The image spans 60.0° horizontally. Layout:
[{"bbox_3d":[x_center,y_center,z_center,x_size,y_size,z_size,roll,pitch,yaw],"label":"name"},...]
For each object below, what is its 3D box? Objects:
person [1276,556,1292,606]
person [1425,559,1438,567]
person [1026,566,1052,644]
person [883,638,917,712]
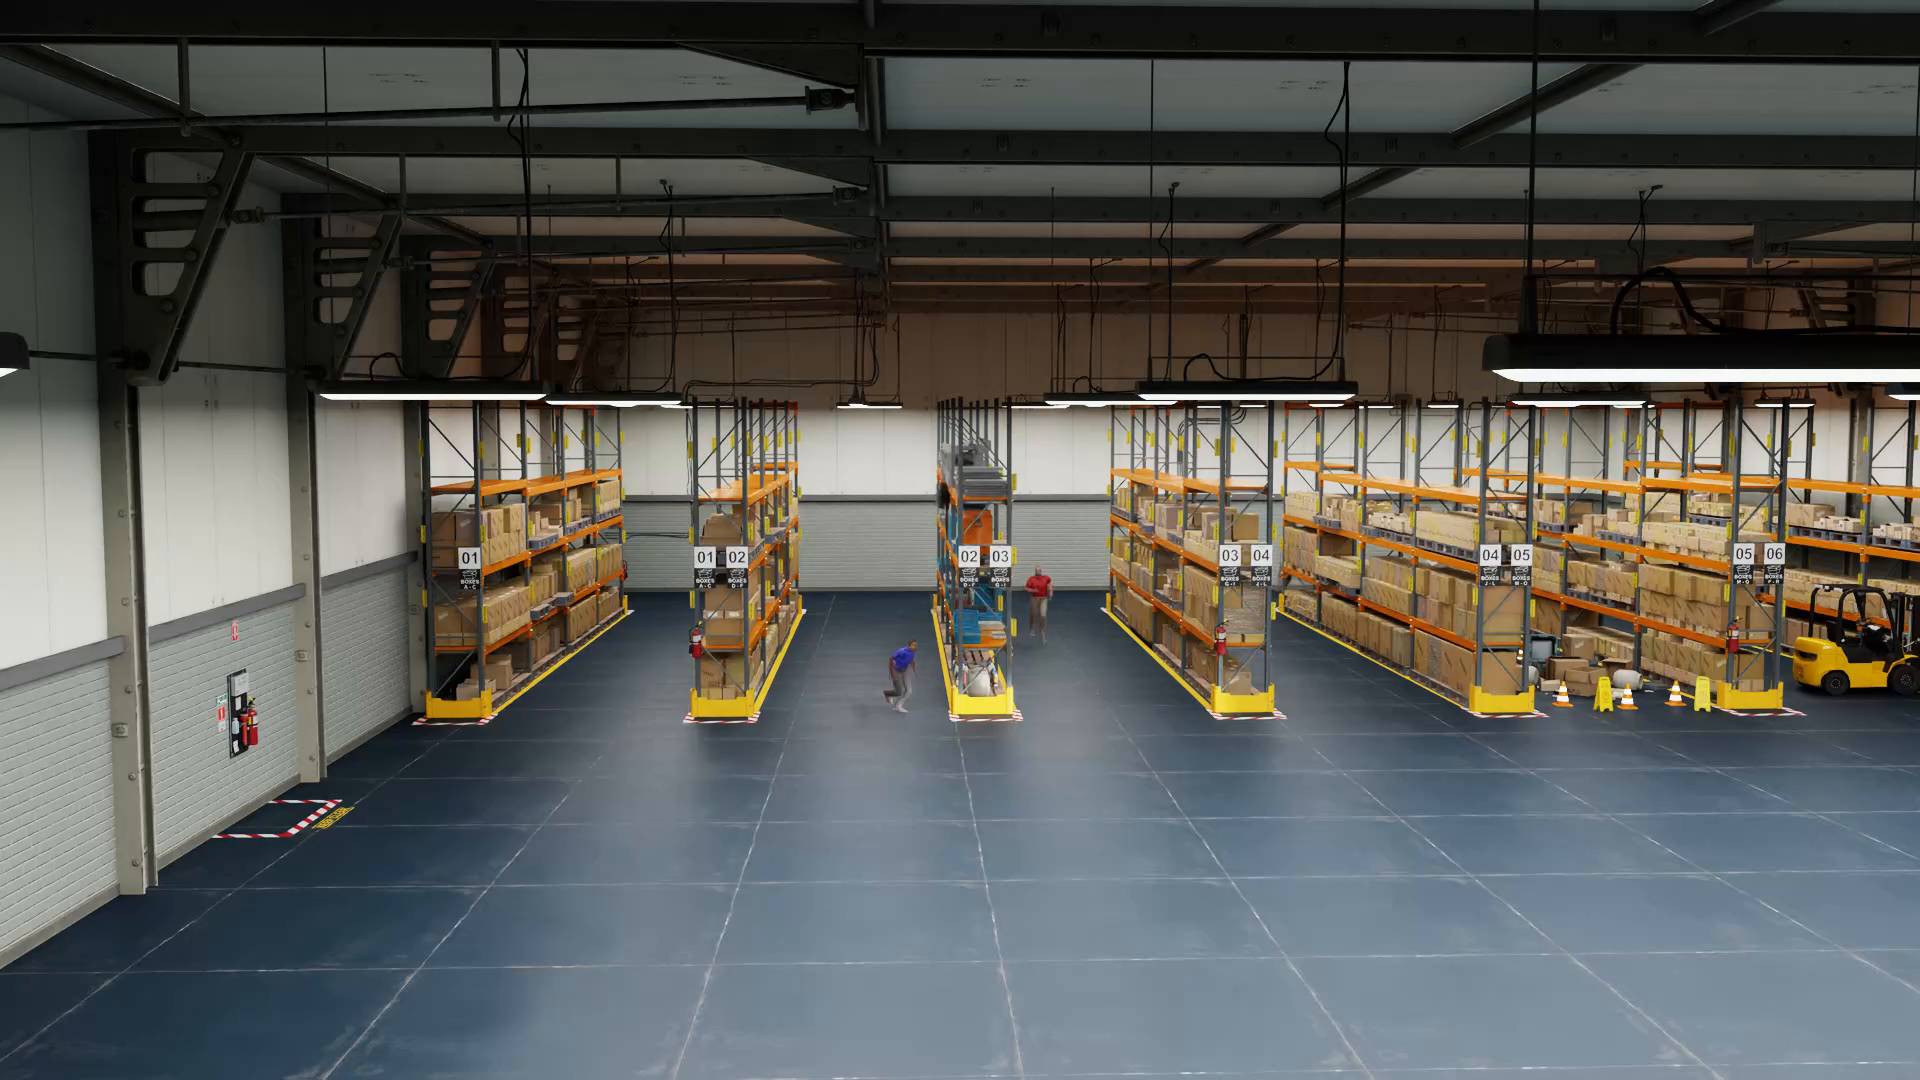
[{"bbox_3d":[9.592,1.132,48.793,0.555,1.661,0.710,-1,4,-10],"label":"person"},{"bbox_3d":[14.242,1.006,50.062,0.858,1.673,0.582,-1,4,-11],"label":"person"},{"bbox_3d":[1.898,1.530,39.910,0.675,1.839,0.880,0,4,-4],"label":"person"},{"bbox_3d":[-1.154,2.564,31.664,0.881,1.464,0.585,4,6,42],"label":"person"}]
